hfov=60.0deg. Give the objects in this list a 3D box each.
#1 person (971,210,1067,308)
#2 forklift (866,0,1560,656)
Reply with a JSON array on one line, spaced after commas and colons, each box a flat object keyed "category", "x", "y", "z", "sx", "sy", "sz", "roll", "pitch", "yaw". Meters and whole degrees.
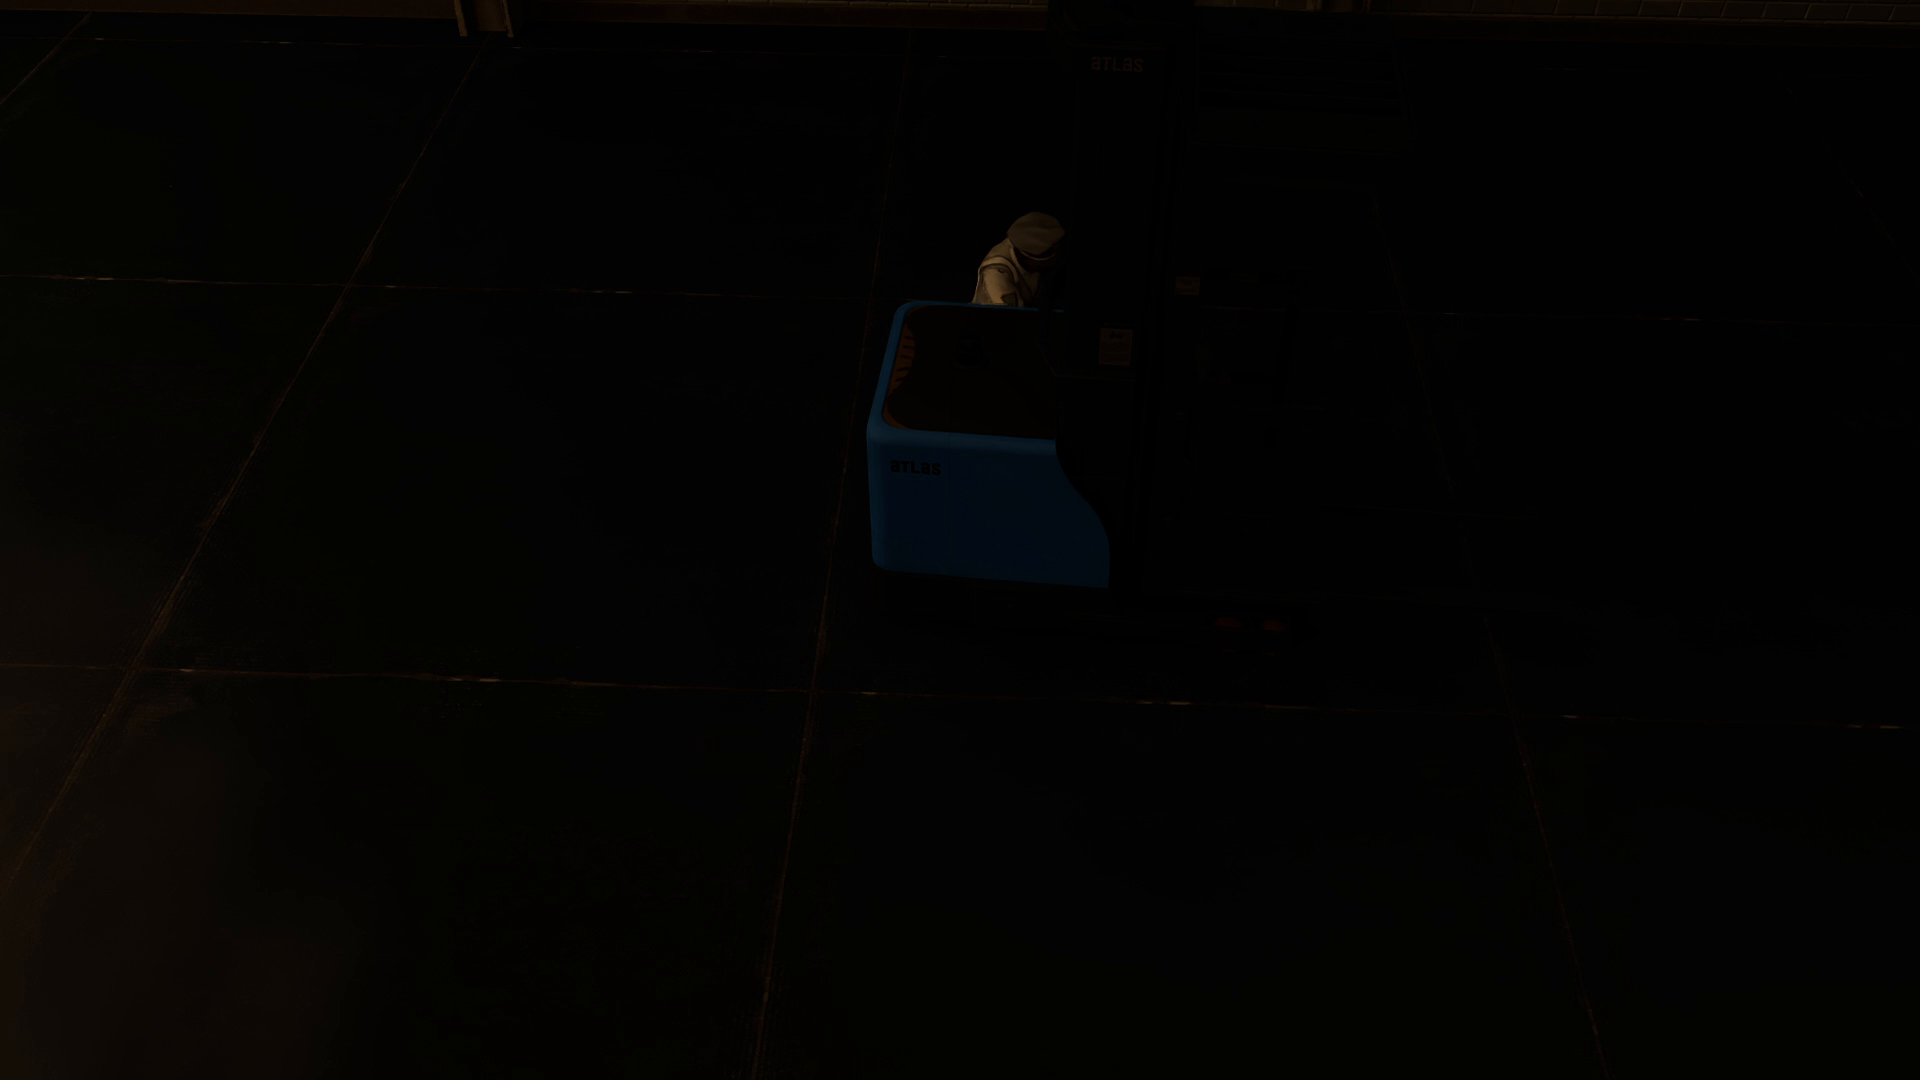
[{"category": "person", "x": 0.462, "y": -0.955, "z": 8.001, "sx": 0.998, "sy": 1.405, "sz": 0.900, "roll": -31, "pitch": 51, "yaw": -30}, {"category": "forklift", "x": 1.151, "y": -0.949, "z": 6.782, "sx": 3.031, "sy": 2.935, "sz": 1.130, "roll": 4, "pitch": 43, "yaw": 5}]
